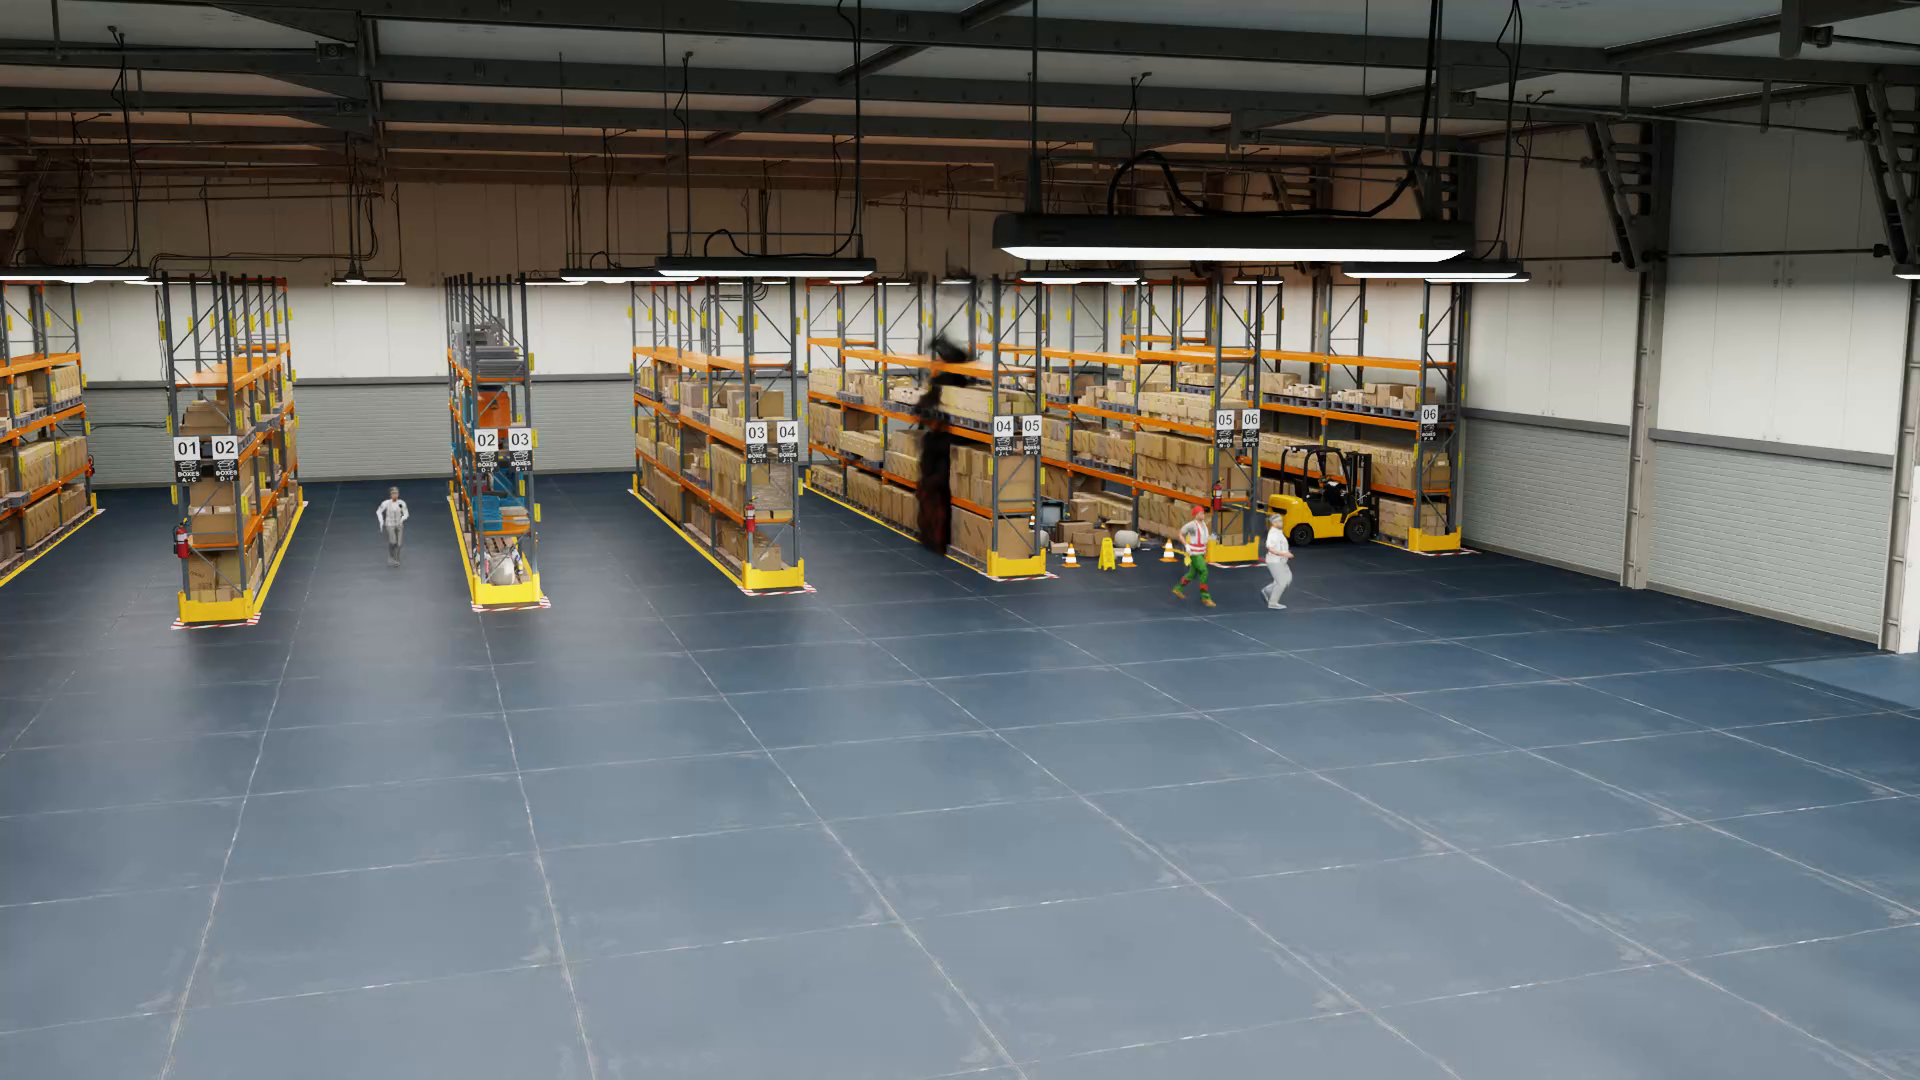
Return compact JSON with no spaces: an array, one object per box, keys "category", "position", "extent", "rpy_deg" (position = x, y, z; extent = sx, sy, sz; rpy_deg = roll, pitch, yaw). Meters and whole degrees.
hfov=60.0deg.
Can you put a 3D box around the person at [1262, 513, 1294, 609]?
[{"category":"person","position":[5.716,0.370,29.864],"extent":[0.618,1.734,0.658],"rpy_deg":[4,9,22]}]

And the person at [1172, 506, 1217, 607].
[{"category":"person","position":[4.316,0.271,30.331],"extent":[0.908,1.818,0.628],"rpy_deg":[5,10,31]}]

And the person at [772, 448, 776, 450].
[{"category":"person","position":[-5.611,-2.331,48.234],"extent":[0.649,1.626,0.698],"rpy_deg":[3,9,22]}]

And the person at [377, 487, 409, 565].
[{"category":"person","position":[-11.685,-0.283,34.375],"extent":[0.583,1.646,0.700],"rpy_deg":[-6,10,-32]}]
